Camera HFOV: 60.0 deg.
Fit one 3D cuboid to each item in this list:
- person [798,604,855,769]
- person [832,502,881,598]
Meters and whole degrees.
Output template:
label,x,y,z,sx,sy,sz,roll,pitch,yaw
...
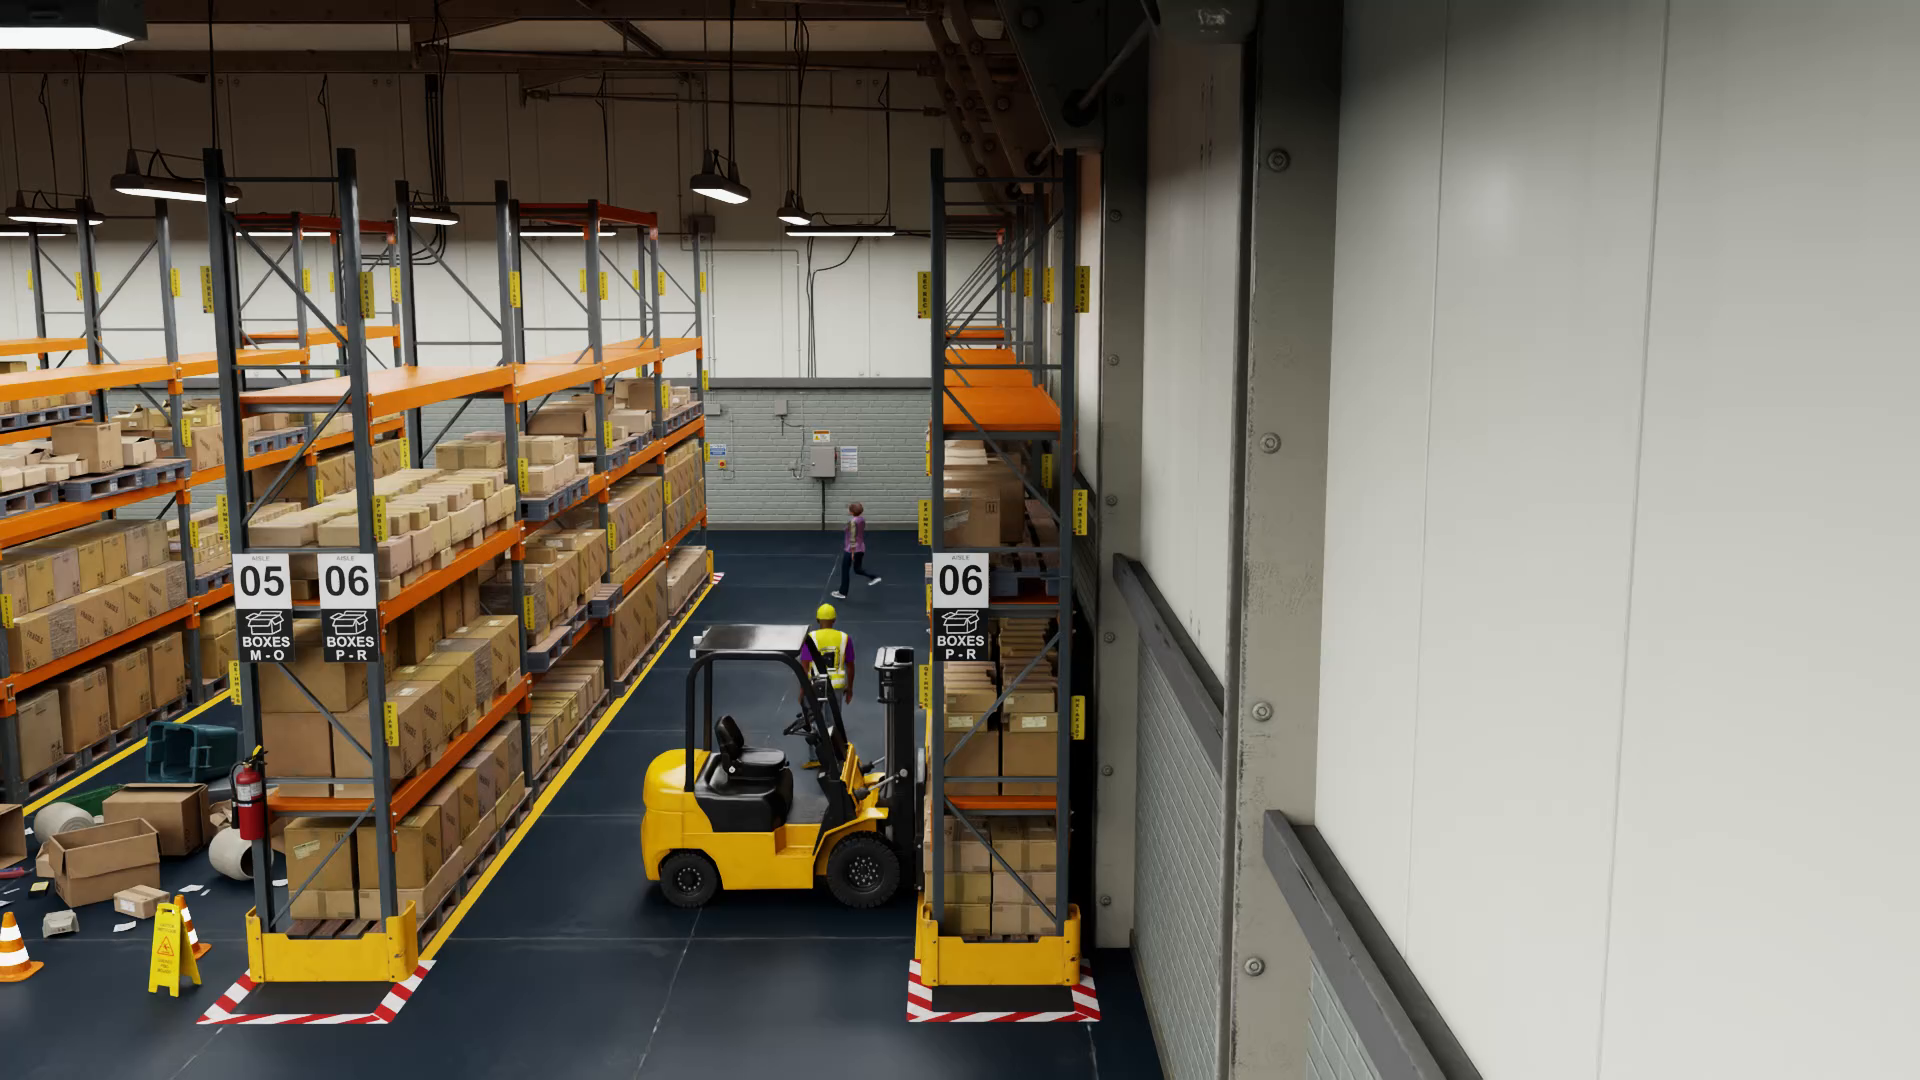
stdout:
label,x,y,z,sx,sy,sz,roll,pitch,yaw
person,-1.389,1.573,17.277,0.617,1.802,0.604,-2,9,-12
person,-1.667,0.167,26.424,0.864,1.561,0.423,5,10,29
